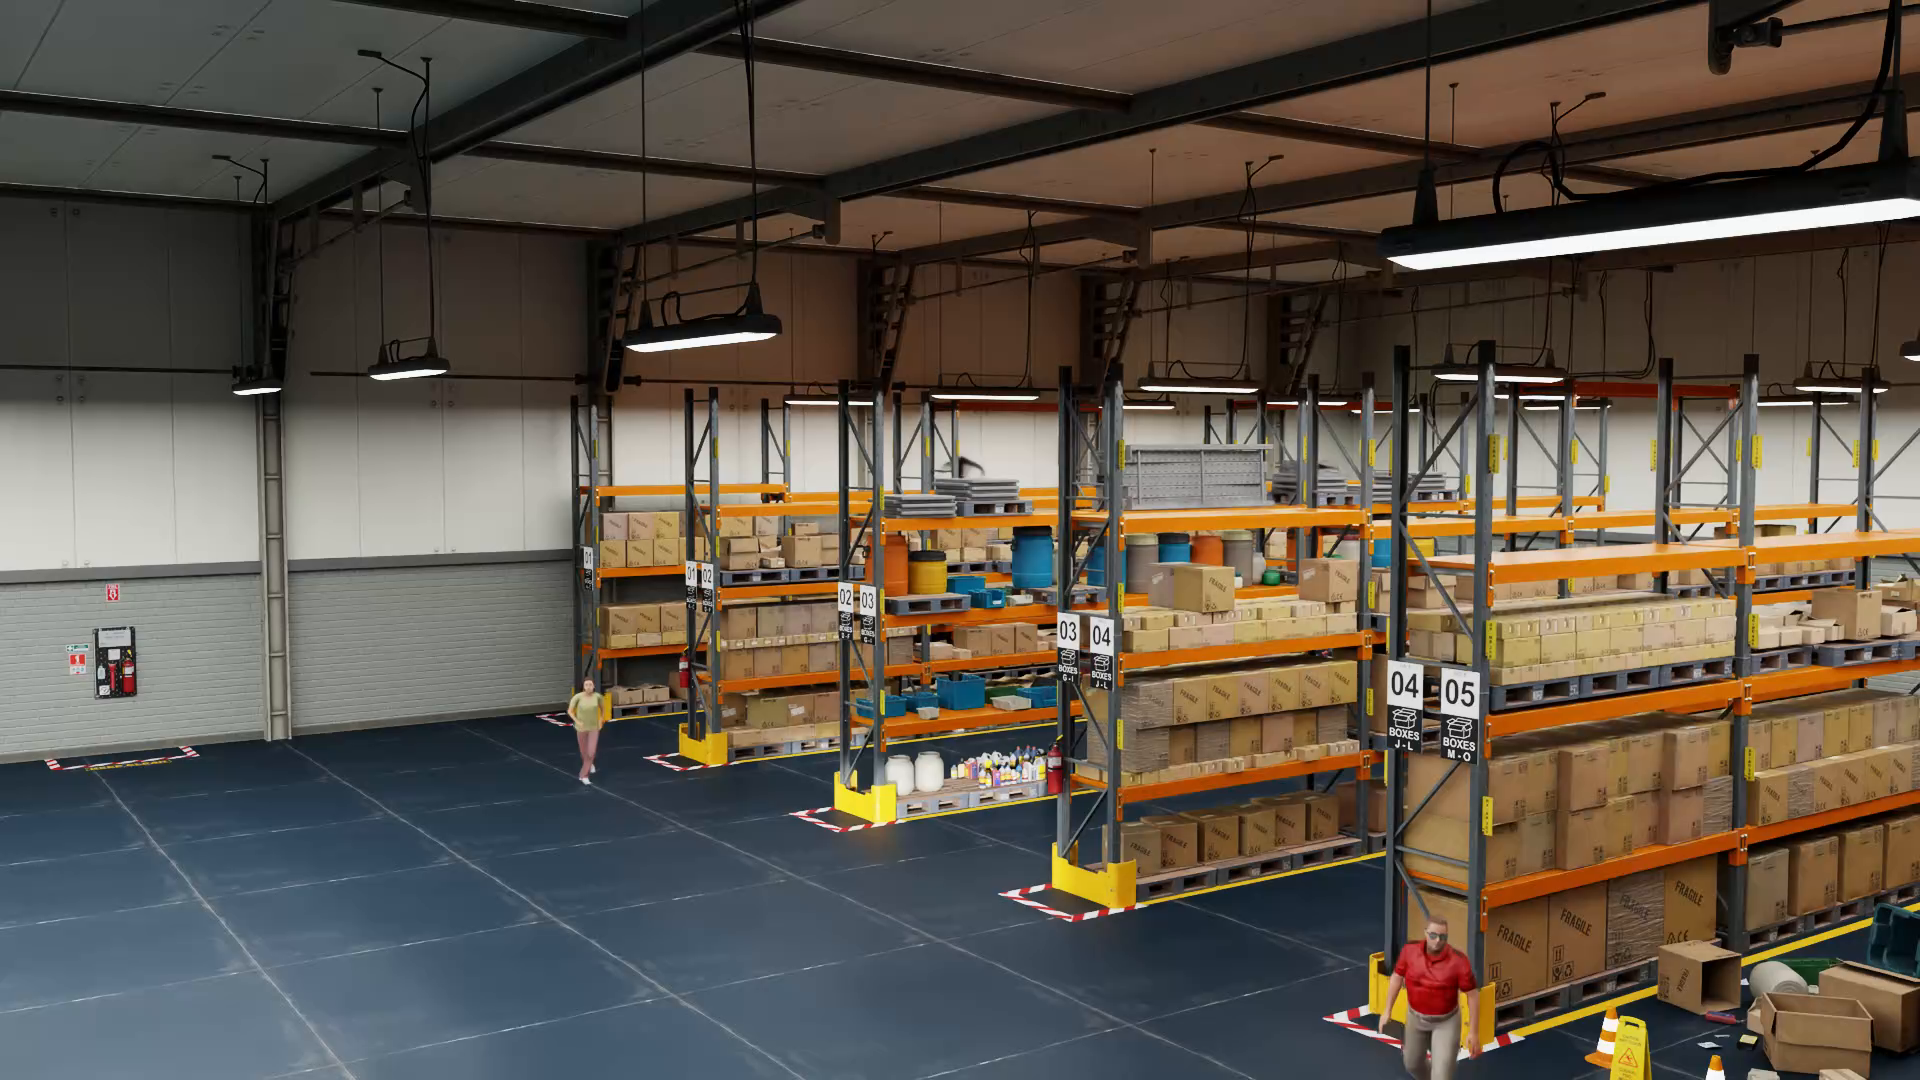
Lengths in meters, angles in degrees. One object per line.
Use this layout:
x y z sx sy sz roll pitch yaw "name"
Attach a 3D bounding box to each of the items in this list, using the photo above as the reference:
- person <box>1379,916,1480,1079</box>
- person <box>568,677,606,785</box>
3.565 3.585 12.470 0.739 1.659 0.839 2 4 31 "person"
-5.646 2.854 25.170 0.569 1.622 0.627 -1 4 -17 "person"
